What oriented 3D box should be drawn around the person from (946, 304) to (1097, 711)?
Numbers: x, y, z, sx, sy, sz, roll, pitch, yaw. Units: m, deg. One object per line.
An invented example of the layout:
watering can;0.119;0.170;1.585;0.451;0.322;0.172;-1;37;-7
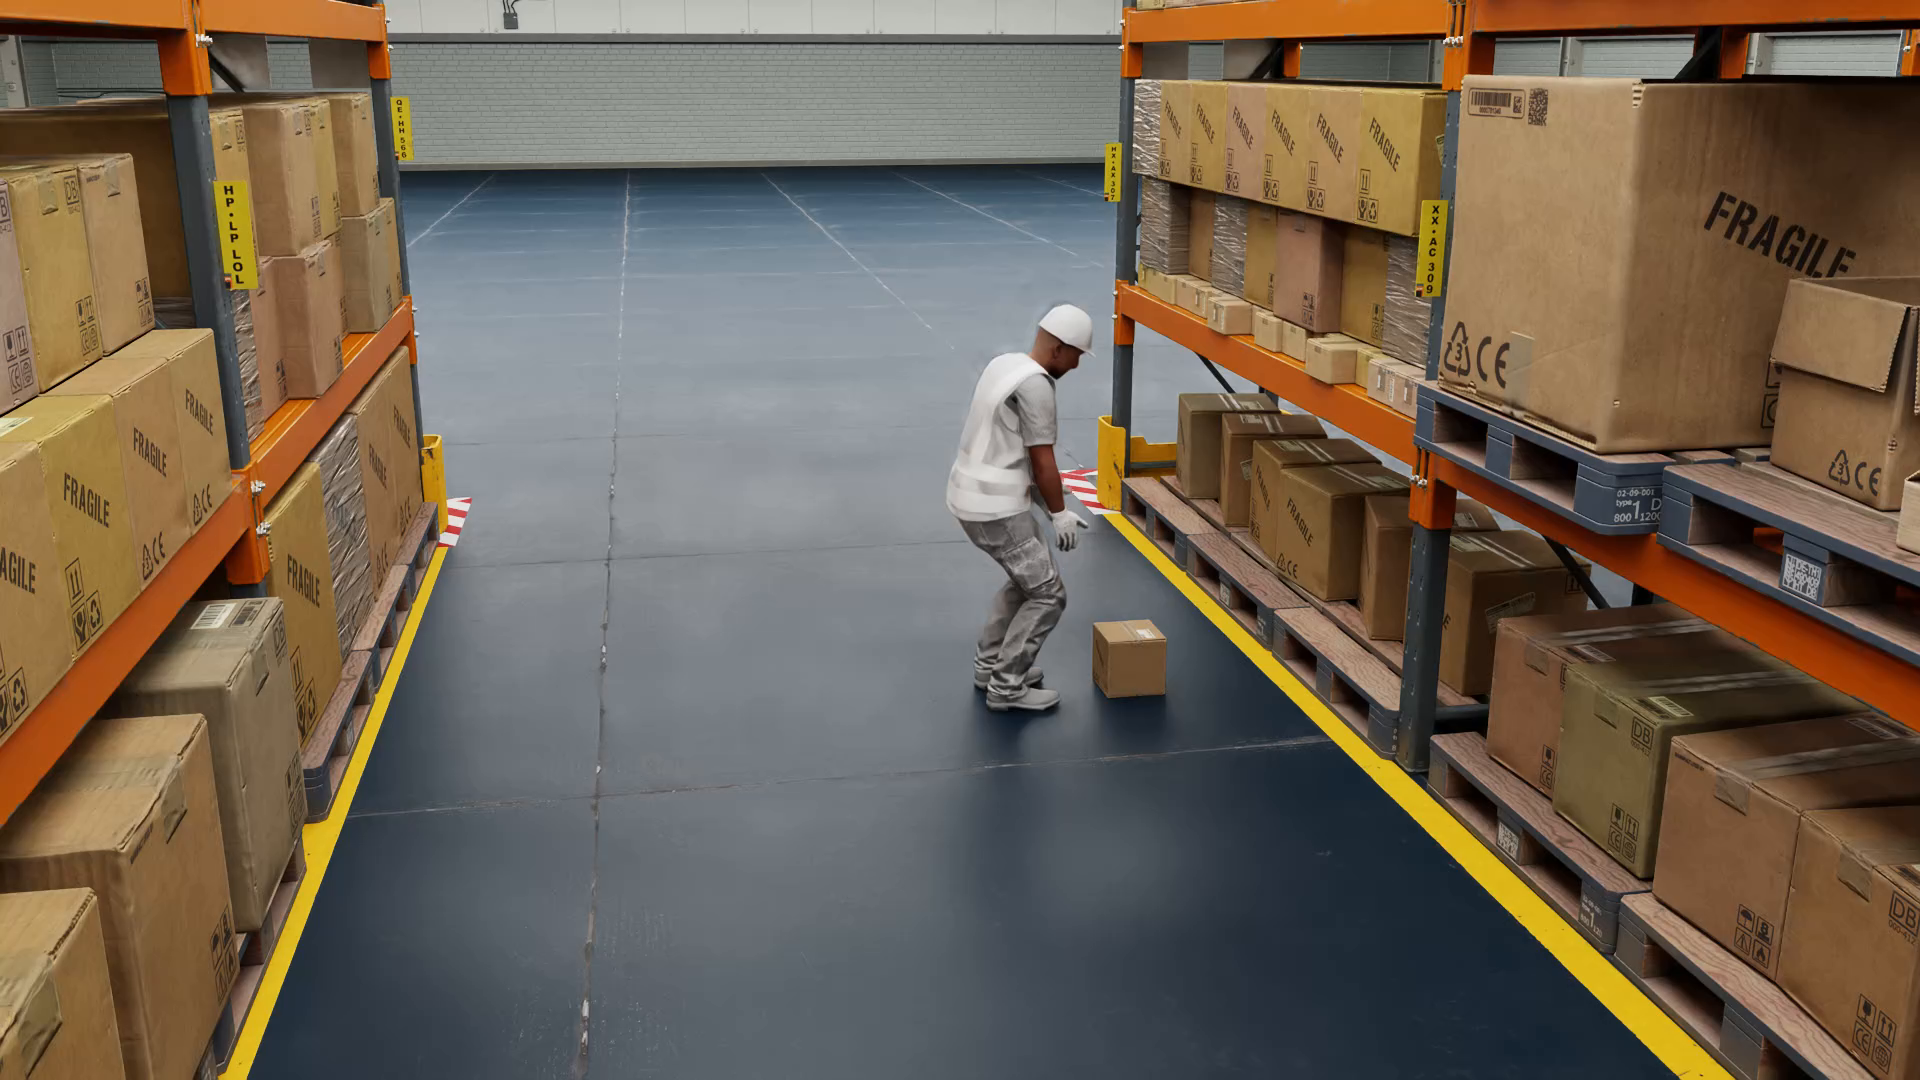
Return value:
person;0.248;-0.142;6.779;0.606;1.624;0.598;-3;16;-10
